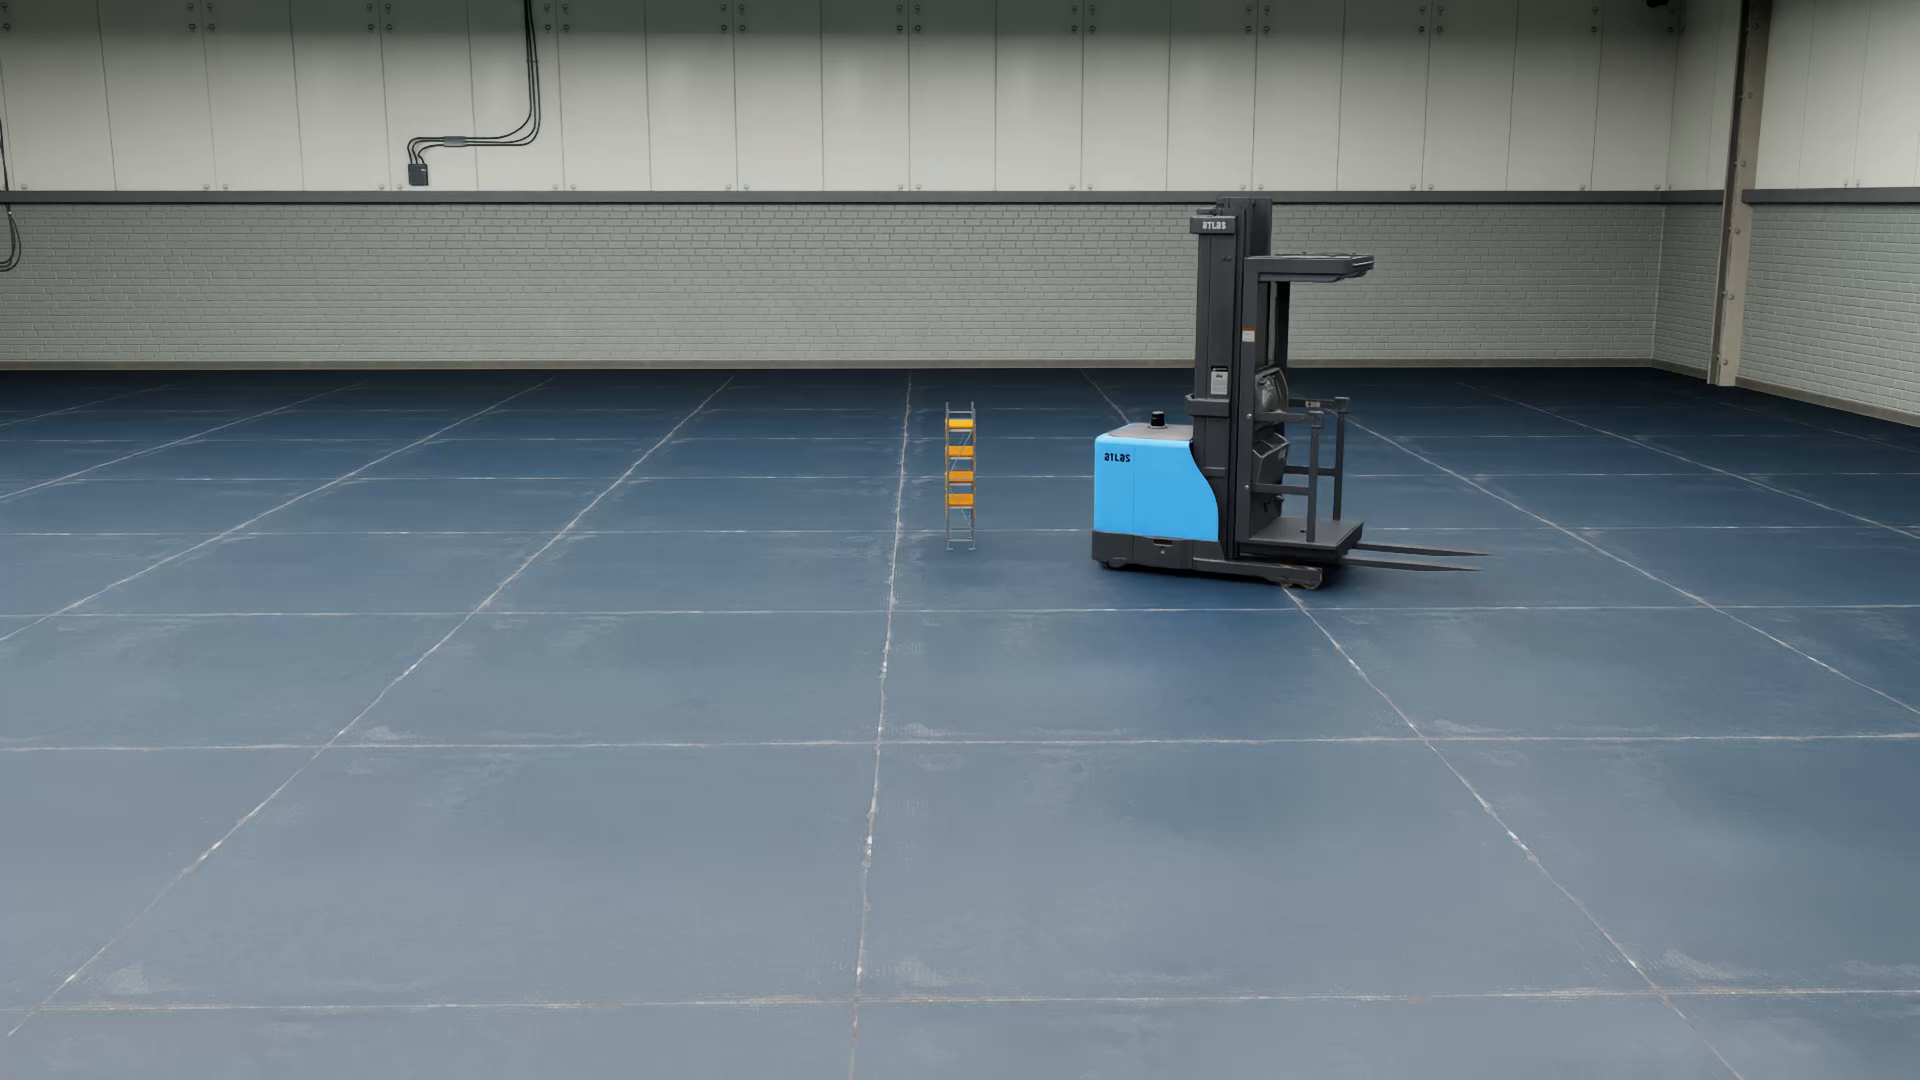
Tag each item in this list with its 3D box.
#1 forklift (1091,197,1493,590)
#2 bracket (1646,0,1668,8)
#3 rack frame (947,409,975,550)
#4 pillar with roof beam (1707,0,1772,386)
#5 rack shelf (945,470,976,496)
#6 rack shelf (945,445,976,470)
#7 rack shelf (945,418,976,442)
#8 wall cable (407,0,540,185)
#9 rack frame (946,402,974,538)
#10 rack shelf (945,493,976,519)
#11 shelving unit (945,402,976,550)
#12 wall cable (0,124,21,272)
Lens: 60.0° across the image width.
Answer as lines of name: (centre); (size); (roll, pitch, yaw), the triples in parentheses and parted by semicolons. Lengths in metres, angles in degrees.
forklift: (2.627, -1.178, 12.995); (3.031, 2.935, 1.130); (5, 13, 23)
bracket: (11.953, -9.249, 28.460); (0.235, 0.232, 0.430); (0, 11, -1)
rack frame: (0.008, -0.507, 14.039); (0.240, 1.200, 0.015); (0, 11, -1)
pillar with roof beam: (8.062, -6.915, 26.010); (9.100, 9.000, 0.400); (0, 11, -1)
rack shelf: (0.003, -0.489, 14.291); (0.258, 0.148, 0.480); (0, 11, -1)
rack shelf: (0.003, -0.708, 14.247); (0.258, 0.148, 0.480); (0, 11, -1)
rack shelf: (0.003, -0.940, 14.199); (0.258, 0.148, 0.480); (0, 11, -1)
wall cable: (-8.375, -9.097, 28.211); (2.305, 6.003, 0.169); (0, 11, -1)
rack frame: (-0.002, -0.604, 14.517); (0.240, 1.200, 0.015); (0, 11, -1)
rack shelf: (0.003, -0.295, 14.330); (0.258, 0.148, 0.480); (0, 11, -1)
shelving unit: (0.003, -0.555, 14.278); (0.258, 1.200, 0.503); (0, 11, -1)
wall cable: (-17.866, -5.872, 28.681); (3.097, 2.526, 0.112); (0, 11, -1)
